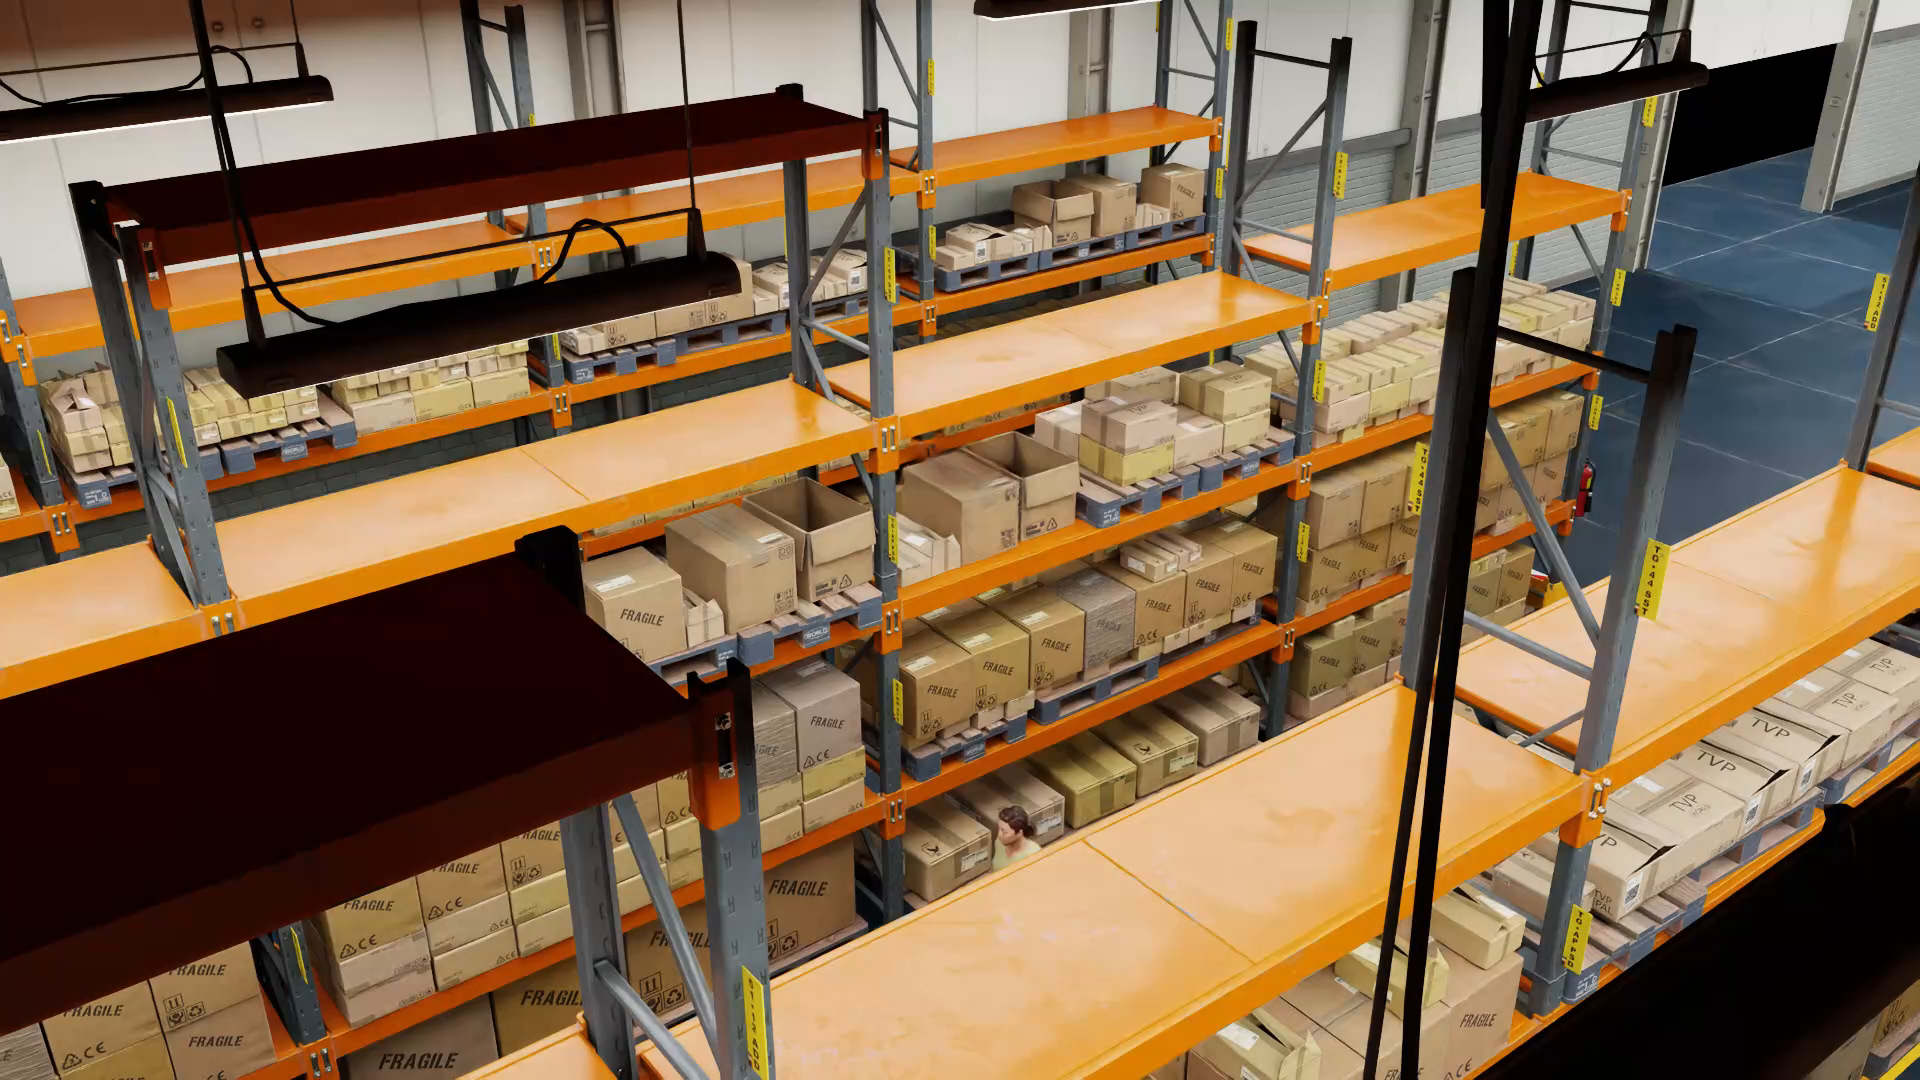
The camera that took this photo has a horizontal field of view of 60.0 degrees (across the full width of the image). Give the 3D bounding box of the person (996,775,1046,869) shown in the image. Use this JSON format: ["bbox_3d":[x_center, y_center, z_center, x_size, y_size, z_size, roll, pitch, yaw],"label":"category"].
[{"bbox_3d":[0.385,2.314,10.960,0.432,1.634,0.611,-8,27,-16],"label":"person"}]
